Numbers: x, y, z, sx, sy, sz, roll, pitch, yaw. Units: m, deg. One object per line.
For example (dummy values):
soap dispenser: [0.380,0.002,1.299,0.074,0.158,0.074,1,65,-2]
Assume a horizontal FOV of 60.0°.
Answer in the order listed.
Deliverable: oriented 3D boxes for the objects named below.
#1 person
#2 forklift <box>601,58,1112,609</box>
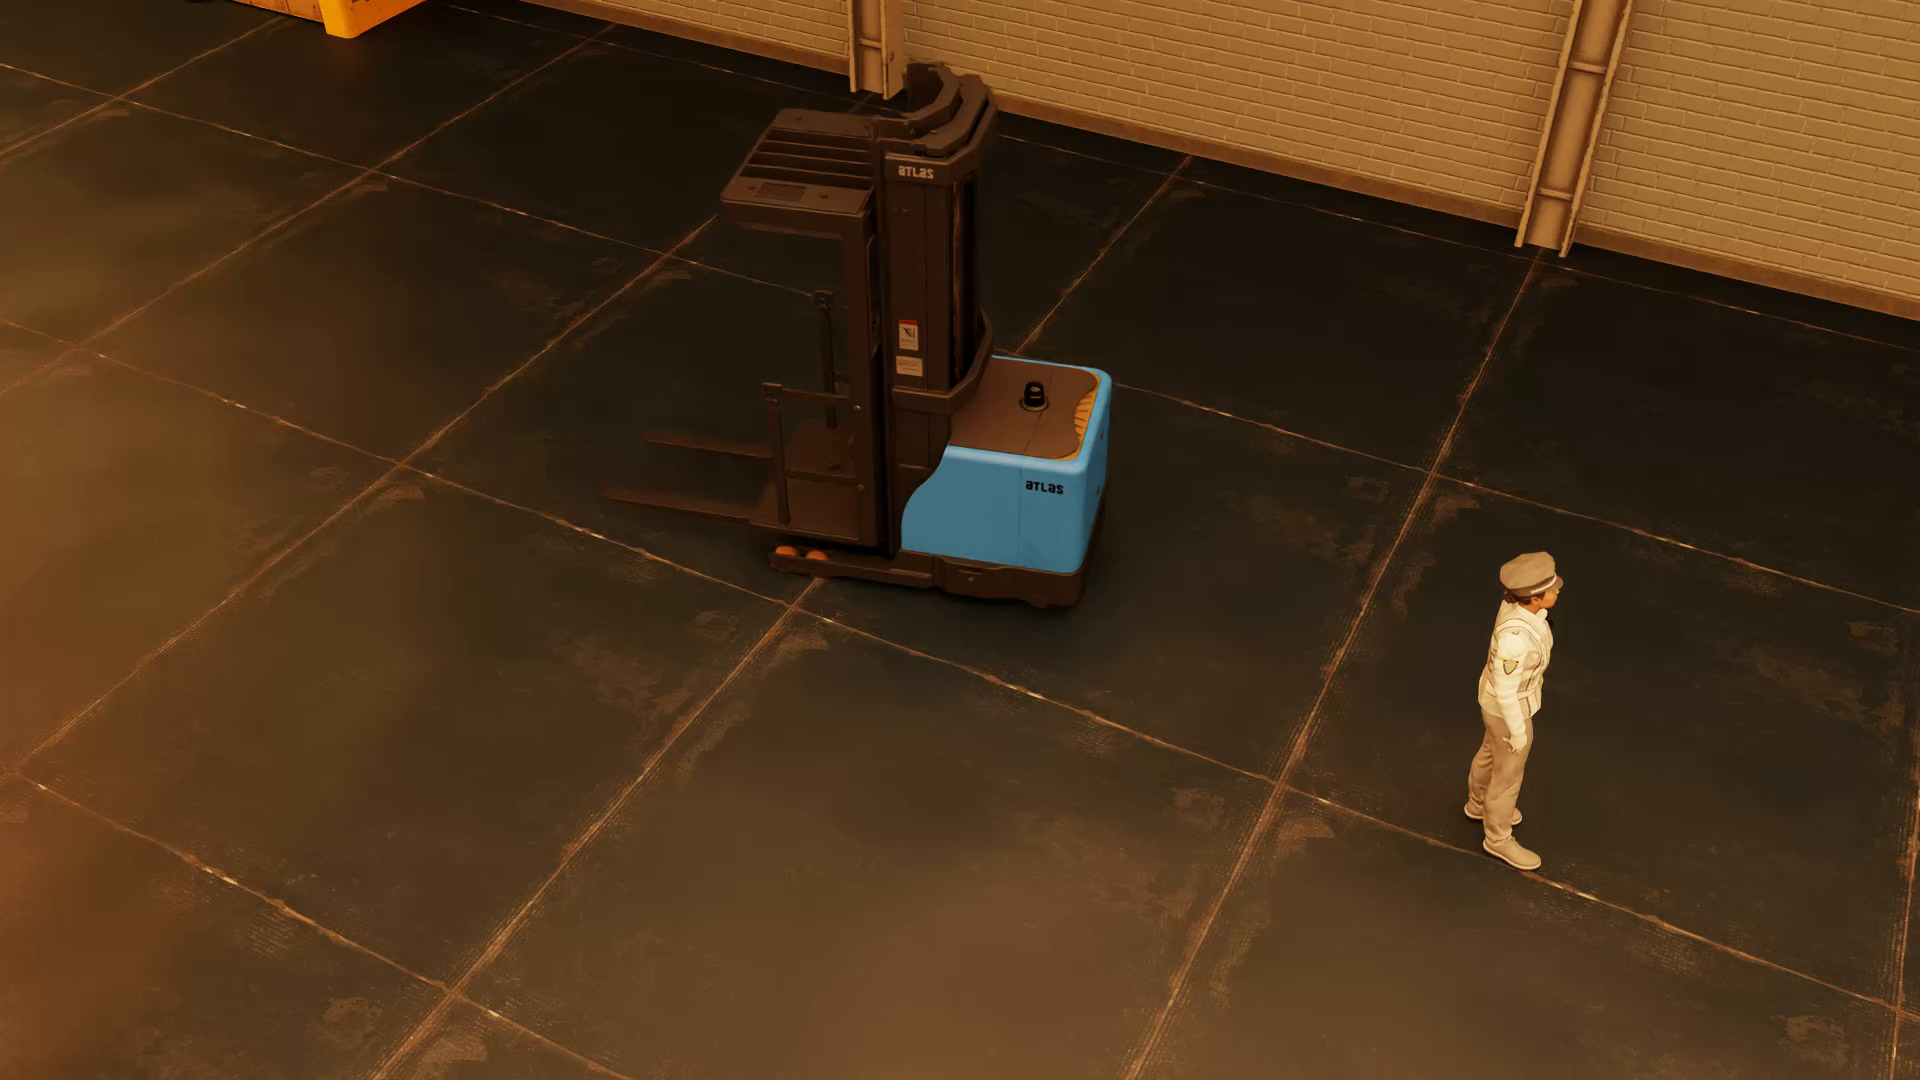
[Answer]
person: [2.719,0.785,8.003,0.533,1.697,0.588,12,42,14]
forklift: [-0.667,-1.216,9.430,3.031,2.935,1.130,8,41,10]
